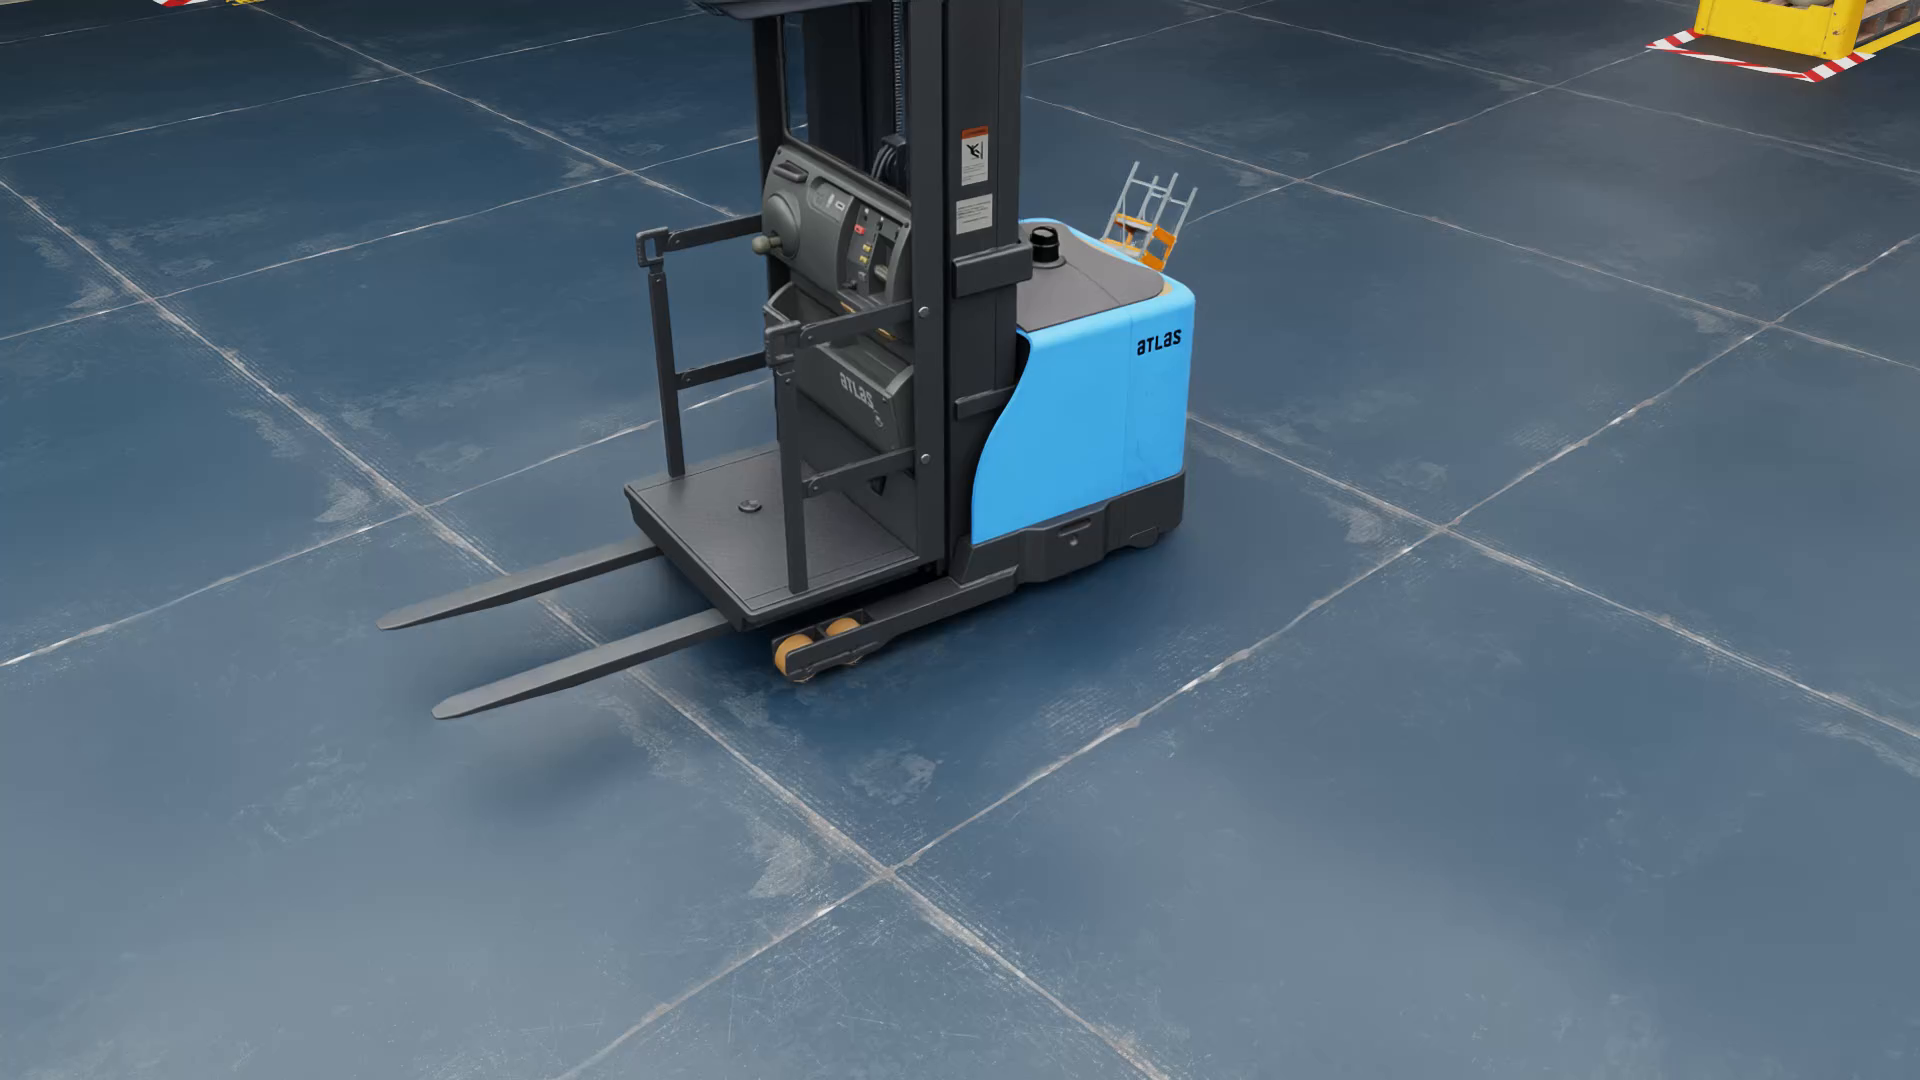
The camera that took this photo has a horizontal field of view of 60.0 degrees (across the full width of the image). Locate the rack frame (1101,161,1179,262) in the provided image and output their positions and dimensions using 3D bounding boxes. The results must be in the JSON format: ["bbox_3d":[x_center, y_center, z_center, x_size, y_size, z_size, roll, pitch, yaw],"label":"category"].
[{"bbox_3d":[0.632,-1.093,7.382,0.240,1.200,0.006,27,6,37],"label":"rack frame"}]

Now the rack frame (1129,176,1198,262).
[{"bbox_3d":[0.737,-1.061,7.528,0.240,1.200,0.006,27,6,37],"label":"rack frame"}]

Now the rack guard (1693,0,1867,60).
[{"bbox_3d":[6.451,-4.174,13.097,0.348,0.500,1.175,-26,40,-35],"label":"rack guard"}]

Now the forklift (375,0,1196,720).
[{"bbox_3d":[-0.611,-1.059,5.673,3.031,2.935,1.130,-19,36,-28],"label":"forklift"}]

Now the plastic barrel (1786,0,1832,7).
[{"bbox_3d":[6.858,-4.576,13.341,0.421,0.512,0.421,0,31,0],"label":"plastic barrel"}]

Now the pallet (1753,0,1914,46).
[{"bbox_3d":[7.050,-4.337,13.641,1.213,0.211,1.003,-26,40,-35],"label":"pallet"}]

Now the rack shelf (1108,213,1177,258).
[{"bbox_3d":[0.809,-1.366,7.428,0.258,0.103,0.180,27,6,37],"label":"rack shelf"}]

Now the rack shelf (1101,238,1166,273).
[{"bbox_3d":[0.762,-1.256,7.438,0.258,0.103,0.180,27,6,37],"label":"rack shelf"}]

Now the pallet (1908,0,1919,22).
[{"bbox_3d":[7.944,-4.768,14.345,1.213,0.211,1.003,-26,40,-35],"label":"pallet"}]

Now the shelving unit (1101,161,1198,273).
[{"bbox_3d":[0.685,-1.077,7.455,0.258,1.200,0.189,27,6,37],"label":"shelving unit"}]
